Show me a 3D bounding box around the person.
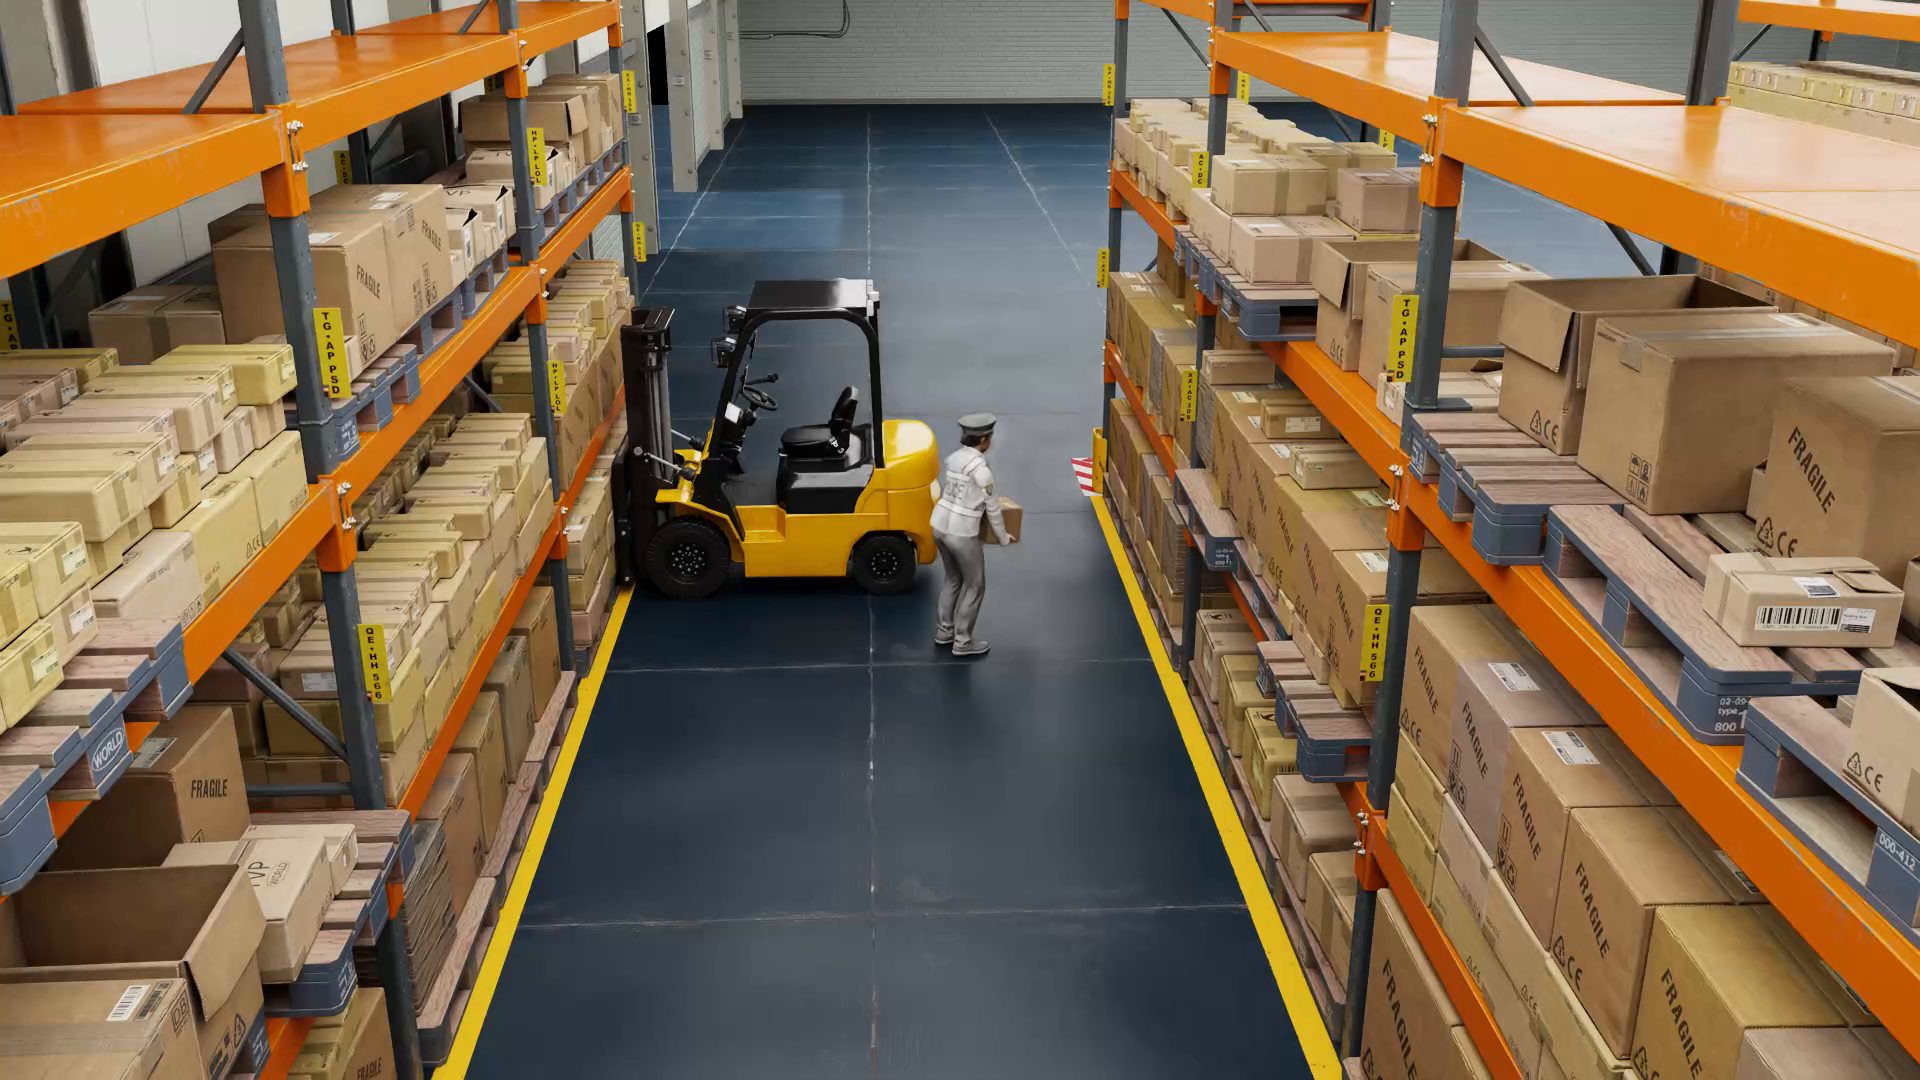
[{"bbox_3d":[0.072,-0.046,11.260,0.570,1.631,0.419,-13,24,-31],"label":"person"}]
